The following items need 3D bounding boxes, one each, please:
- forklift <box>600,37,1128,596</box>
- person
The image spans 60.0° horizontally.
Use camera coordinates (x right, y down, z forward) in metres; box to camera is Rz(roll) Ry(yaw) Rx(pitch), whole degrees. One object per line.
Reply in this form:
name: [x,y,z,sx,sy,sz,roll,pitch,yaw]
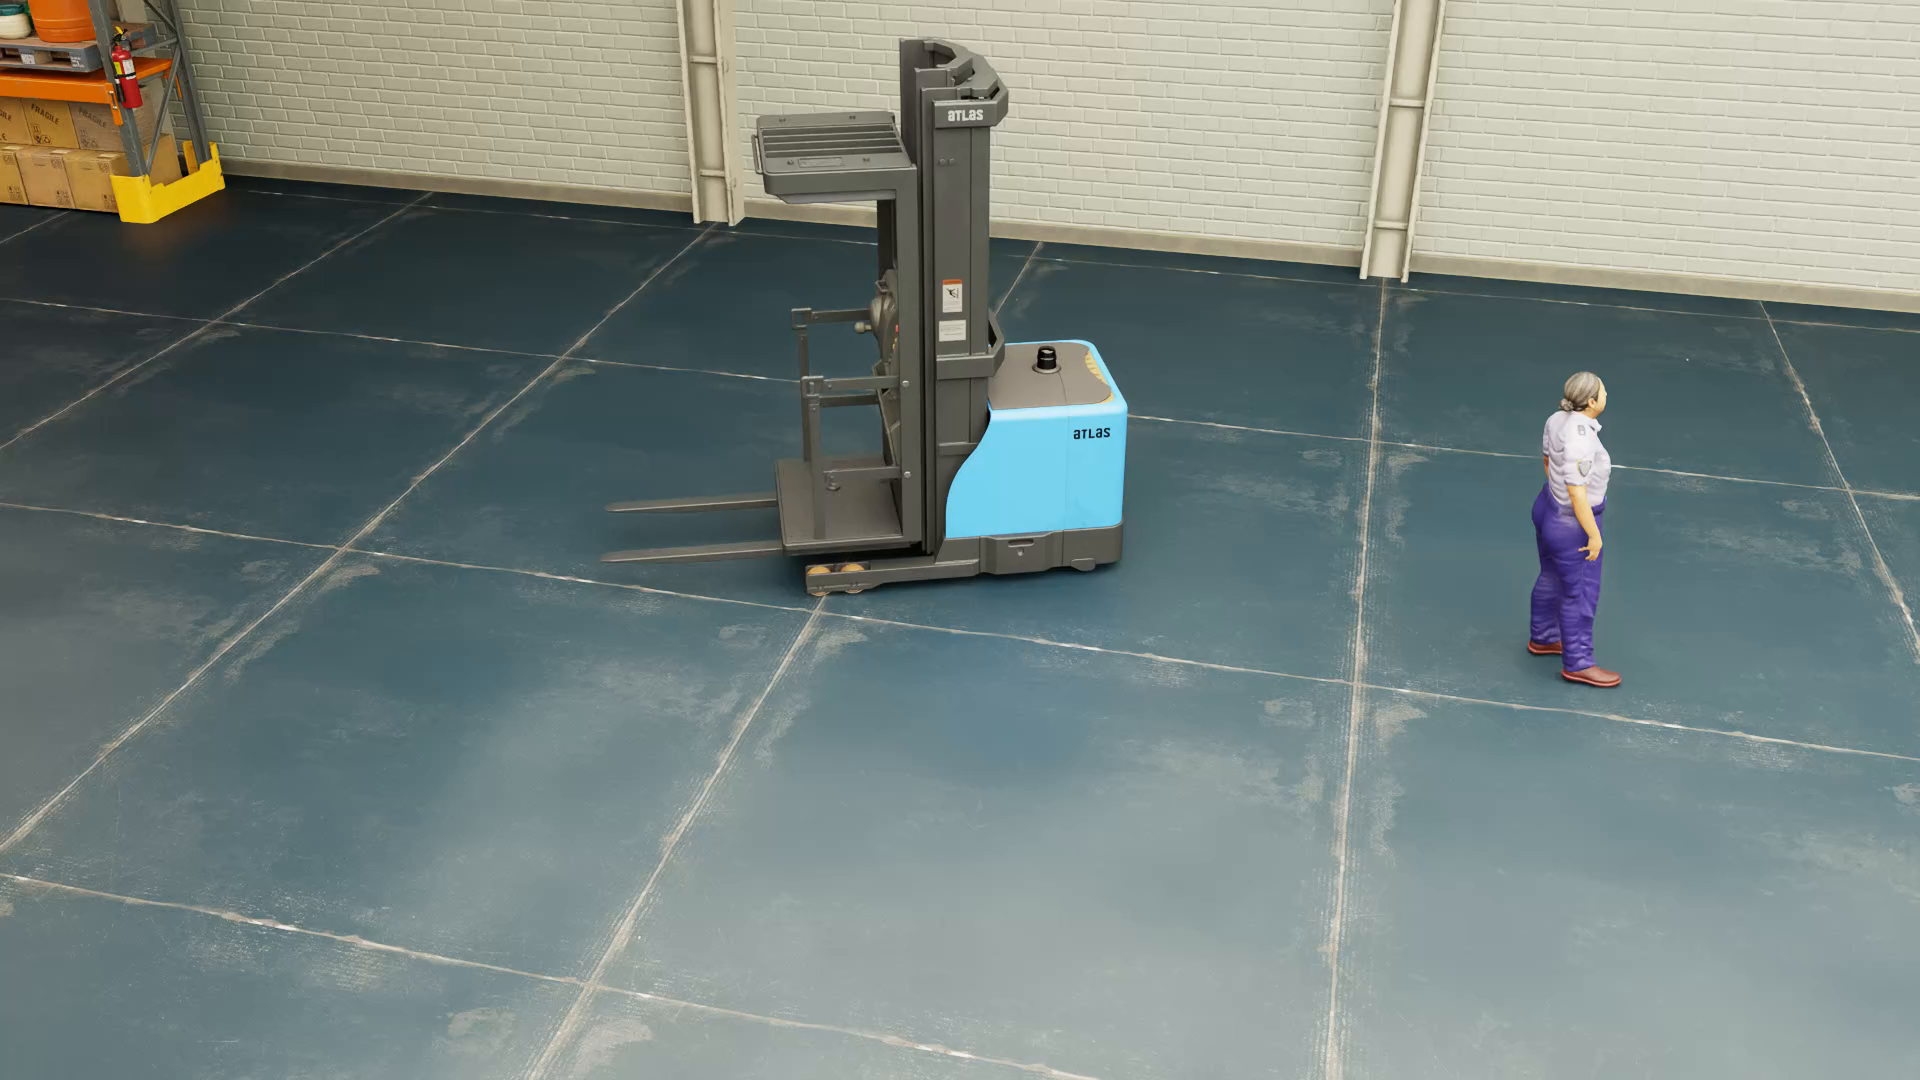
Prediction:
forklift: [-0.602,-1.232,9.345,3.031,2.935,1.130,-4,30,-7]
person: [3.245,-0.084,8.607,0.502,1.650,0.598,0,30,0]
